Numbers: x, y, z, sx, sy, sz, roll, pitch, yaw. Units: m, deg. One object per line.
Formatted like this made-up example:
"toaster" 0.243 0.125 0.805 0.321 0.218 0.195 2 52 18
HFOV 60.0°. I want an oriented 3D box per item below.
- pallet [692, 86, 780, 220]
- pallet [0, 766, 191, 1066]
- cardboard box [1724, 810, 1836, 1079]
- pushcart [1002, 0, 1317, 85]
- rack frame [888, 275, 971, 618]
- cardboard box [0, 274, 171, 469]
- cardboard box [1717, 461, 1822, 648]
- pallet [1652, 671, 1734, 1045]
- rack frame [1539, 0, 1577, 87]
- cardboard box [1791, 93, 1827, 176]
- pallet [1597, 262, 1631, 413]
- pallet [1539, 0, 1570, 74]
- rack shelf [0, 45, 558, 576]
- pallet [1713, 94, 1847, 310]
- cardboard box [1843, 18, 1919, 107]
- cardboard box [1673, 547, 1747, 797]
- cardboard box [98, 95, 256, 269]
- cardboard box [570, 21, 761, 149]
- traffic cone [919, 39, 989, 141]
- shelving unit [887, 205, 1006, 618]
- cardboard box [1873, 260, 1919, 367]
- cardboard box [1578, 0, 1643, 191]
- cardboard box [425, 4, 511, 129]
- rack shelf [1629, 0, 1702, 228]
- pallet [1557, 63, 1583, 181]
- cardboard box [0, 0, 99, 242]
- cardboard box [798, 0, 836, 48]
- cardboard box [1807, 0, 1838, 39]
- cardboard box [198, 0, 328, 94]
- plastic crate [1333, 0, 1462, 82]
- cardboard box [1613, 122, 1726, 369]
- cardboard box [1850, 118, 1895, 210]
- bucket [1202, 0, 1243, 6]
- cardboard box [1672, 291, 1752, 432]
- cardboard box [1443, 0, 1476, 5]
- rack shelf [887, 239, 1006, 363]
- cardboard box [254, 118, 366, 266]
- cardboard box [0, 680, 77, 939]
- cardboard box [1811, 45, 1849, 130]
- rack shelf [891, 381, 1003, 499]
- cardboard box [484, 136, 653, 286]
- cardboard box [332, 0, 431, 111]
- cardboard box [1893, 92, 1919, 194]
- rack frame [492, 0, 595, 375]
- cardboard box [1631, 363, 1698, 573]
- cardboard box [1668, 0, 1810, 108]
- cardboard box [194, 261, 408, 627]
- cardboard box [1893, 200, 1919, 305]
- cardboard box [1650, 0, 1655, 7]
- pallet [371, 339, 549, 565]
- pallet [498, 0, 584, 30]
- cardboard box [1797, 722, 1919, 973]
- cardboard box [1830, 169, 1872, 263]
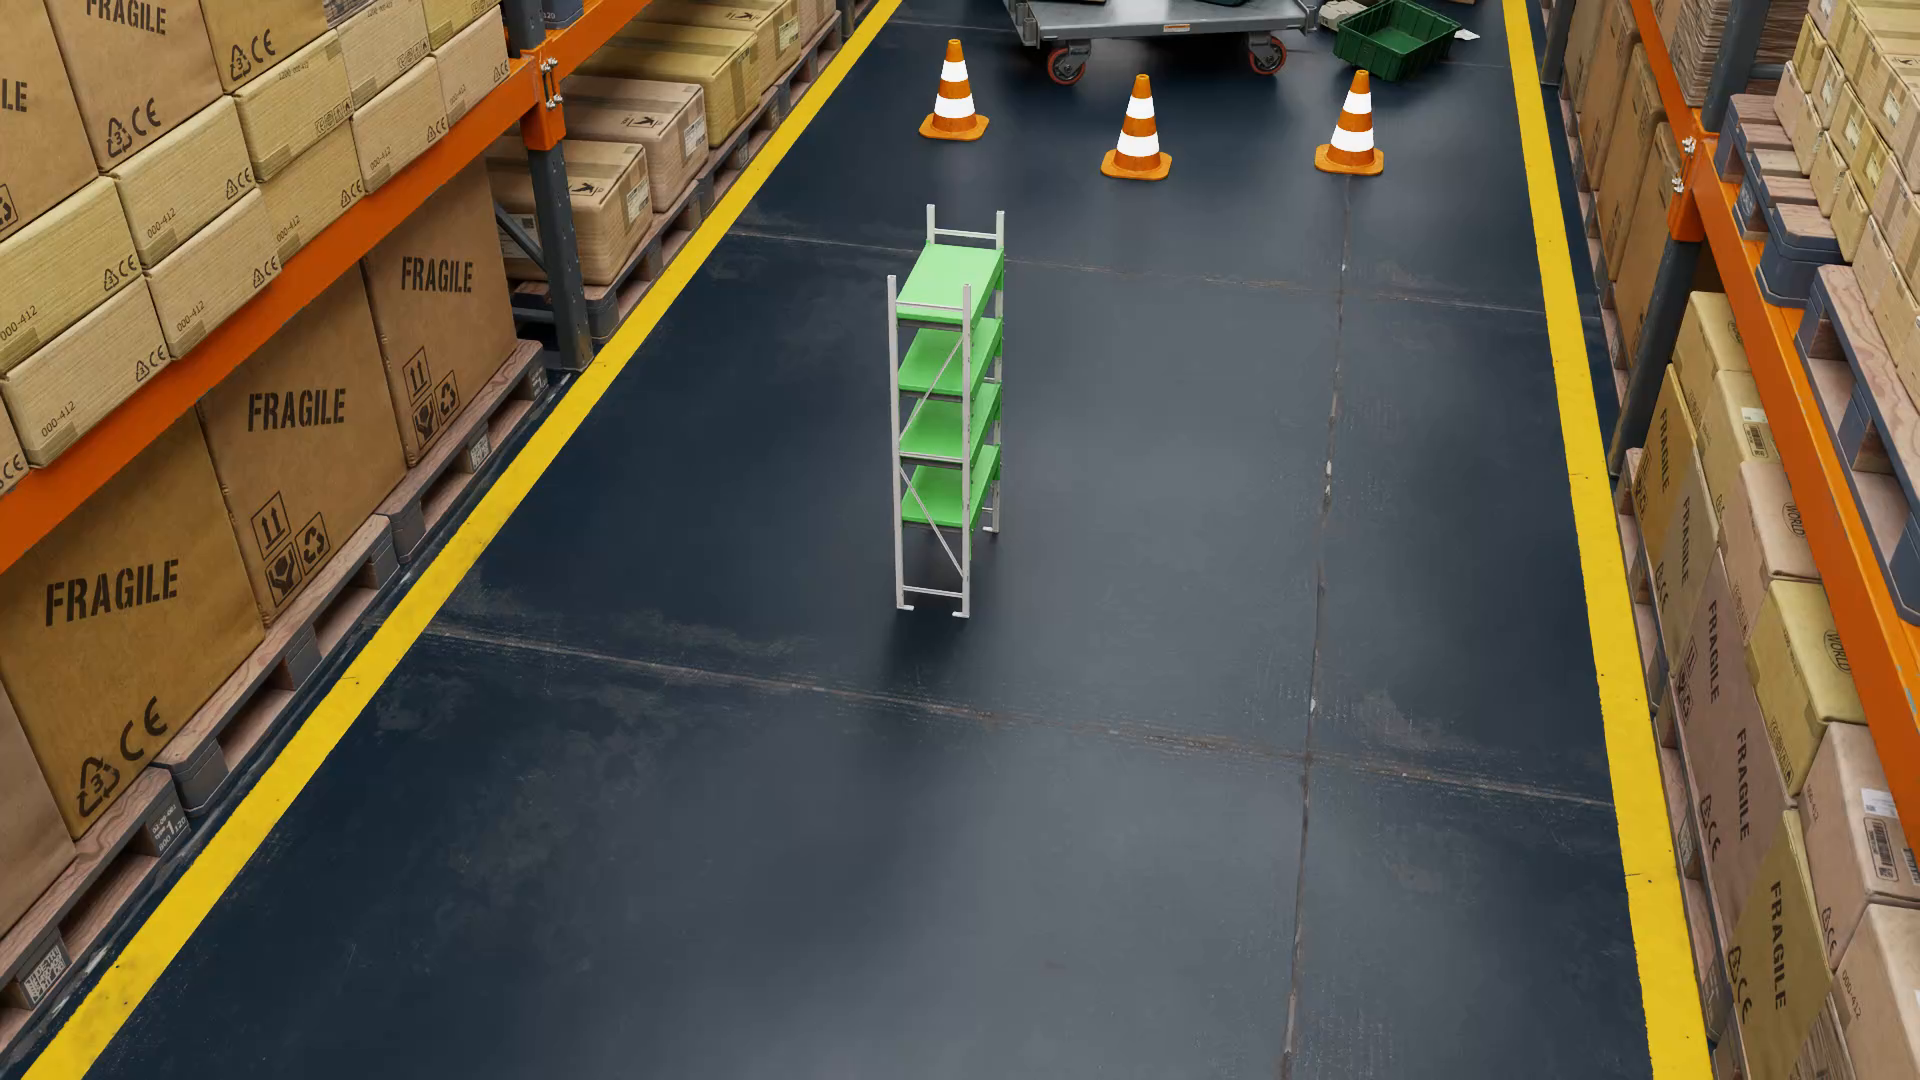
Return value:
"pallet" -1.557 -1.992 8.319 1.003 0.211 1.213 7 37 10
"pallet" -2.751 0.994 4.198 1.003 0.211 1.213 7 37 10
"cardboard box" 2.037 0.972 3.625 0.500 0.500 0.500 6 36 9
"pushcart" 1.105 -2.950 9.499 1.648 0.377 0.936 -5 36 -6
"rack frame" -0.087 -0.251 5.074 0.240 1.200 0.015 7 37 10
"cardboard box" -2.256 -0.430 3.915 0.500 0.250 0.500 7 37 10
"cardboard box" 2.259 0.063 4.241 0.500 0.250 0.500 8 37 10
"pallet" 2.439 0.861 4.383 1.003 0.211 1.213 7 37 10
"rack frame" 3.724 -3.707 8.308 1.000 3.000 0.127 7 37 10
"cardboard box" 2.520 -1.097 4.564 0.380 0.149 0.250 9 37 12
"pallet" 3.112 -0.727 6.573 1.003 0.211 1.213 7 37 10
"pallet" 3.963 -3.004 9.715 1.003 0.211 1.213 7 37 10
"rack shelf" -2.415 -0.538 4.550 1.077 0.370 4.000 7 37 10
"pallet" 2.822 -0.914 4.619 1.213 0.211 1.003 7 37 10
"cardboard box" 2.470 -1.188 4.182 0.380 0.149 0.250 7 37 10
"cardboard box" 2.260 0.386 4.434 0.500 0.500 0.500 6 36 9
"cardboard box" -2.149 -0.920 4.165 0.500 0.250 0.500 6 36 9
"cardboard box" -1.540 -2.263 8.198 0.950 0.372 0.625 8 37 12
"traffic cone" -0.030 -2.356 8.606 0.336 0.463 0.334 7 37 10
"shelving unit" -0.035 -0.391 5.267 0.258 1.200 0.503 7 37 10
"cardboard box" 2.296 -0.490 3.727 0.380 0.149 0.250 8 37 11
"cardboard box" 3.470 -2.046 7.576 1.050 0.750 0.750 7 37 10
"cardboard box" -1.842 -1.593 5.520 0.500 0.250 0.500 6 36 8
"rack shelf" 3.297 -2.269 6.938 1.077 0.370 4.000 7 37 10
"pallet" 3.633 -2.126 8.503 1.003 0.211 1.213 7 37 10
"cardboard box" -2.276 -0.927 3.536 0.500 0.500 0.500 6 36 9
"cardboard box" -1.243 -3.074 9.317 0.950 0.372 0.625 8 37 11
"cardboard box" 2.581 -1.480 4.585 0.380 0.149 0.250 7 37 10
"cardboard box" -2.057 -1.513 4.345 0.500 0.500 0.500 7 37 10
"plastic crate" 2.481 -2.855 9.481 0.450 0.188 0.662 36 48 26
"cardboard box" 3.088 -1.011 6.147 1.050 0.750 0.750 7 36 9
"cardboard box" 2.407 -0.897 4.034 0.380 0.149 0.250 7 37 10
"bucket" 1.501 -3.364 9.329 0.726 0.611 0.620 20 51 26
"cardboard box" 2.486 -0.510 5.031 0.500 0.250 0.500 6 36 8
"cardboard box" 3.053 -3.714 10.447 0.500 0.500 0.500 14 38 18
"rack shelf" -0.035 -0.728 5.023 0.258 0.148 0.480 7 37 10
"cardboard box" -2.059 -1.011 4.717 0.500 0.250 0.500 7 37 9
"cardboard box" -2.788 0.642 3.761 0.875 0.875 0.875 8 37 11
"cardboard box" 2.514 -1.195 4.445 0.380 0.149 0.250 9 37 12
"rack shelf" -0.035 -0.339 5.304 0.258 0.148 0.480 7 37 10
"cardboard box" -1.857 -1.405 7.014 0.950 0.372 0.625 5 36 7
"cardboard box" -1.949 -1.514 4.985 0.500 0.250 0.500 6 36 9
"cardboard box" 2.357 -0.881 3.758 0.380 0.149 0.250 9 37 12
"rack frame" -1.988 -1.976 5.921 1.000 3.000 0.127 7 37 10
"cardboard box" 2.470 -0.198 5.239 0.500 0.500 0.500 6 36 8
"cardboard box" 2.704 -1.746 5.518 0.500 0.500 0.500 7 37 10
"cardboard box" -2.411 -0.389 5.184 0.875 0.875 0.875 8 37 11
"cardboard box" 2.297 -0.612 3.641 0.380 0.149 0.250 7 37 10
"cardboard box" 2.918 -2.318 6.308 0.500 0.500 0.500 7 36 9
"pallet" -2.230 -0.405 6.128 1.003 0.211 1.213 7 37 10
"pallet" -1.939 -2.320 6.559 1.213 0.211 1.003 7 37 10
"cardboard box" 2.050 0.666 3.408 0.500 0.250 0.500 9 37 12
"cardboard box" 2.406 -0.787 4.136 0.380 0.149 0.250 9 37 12
